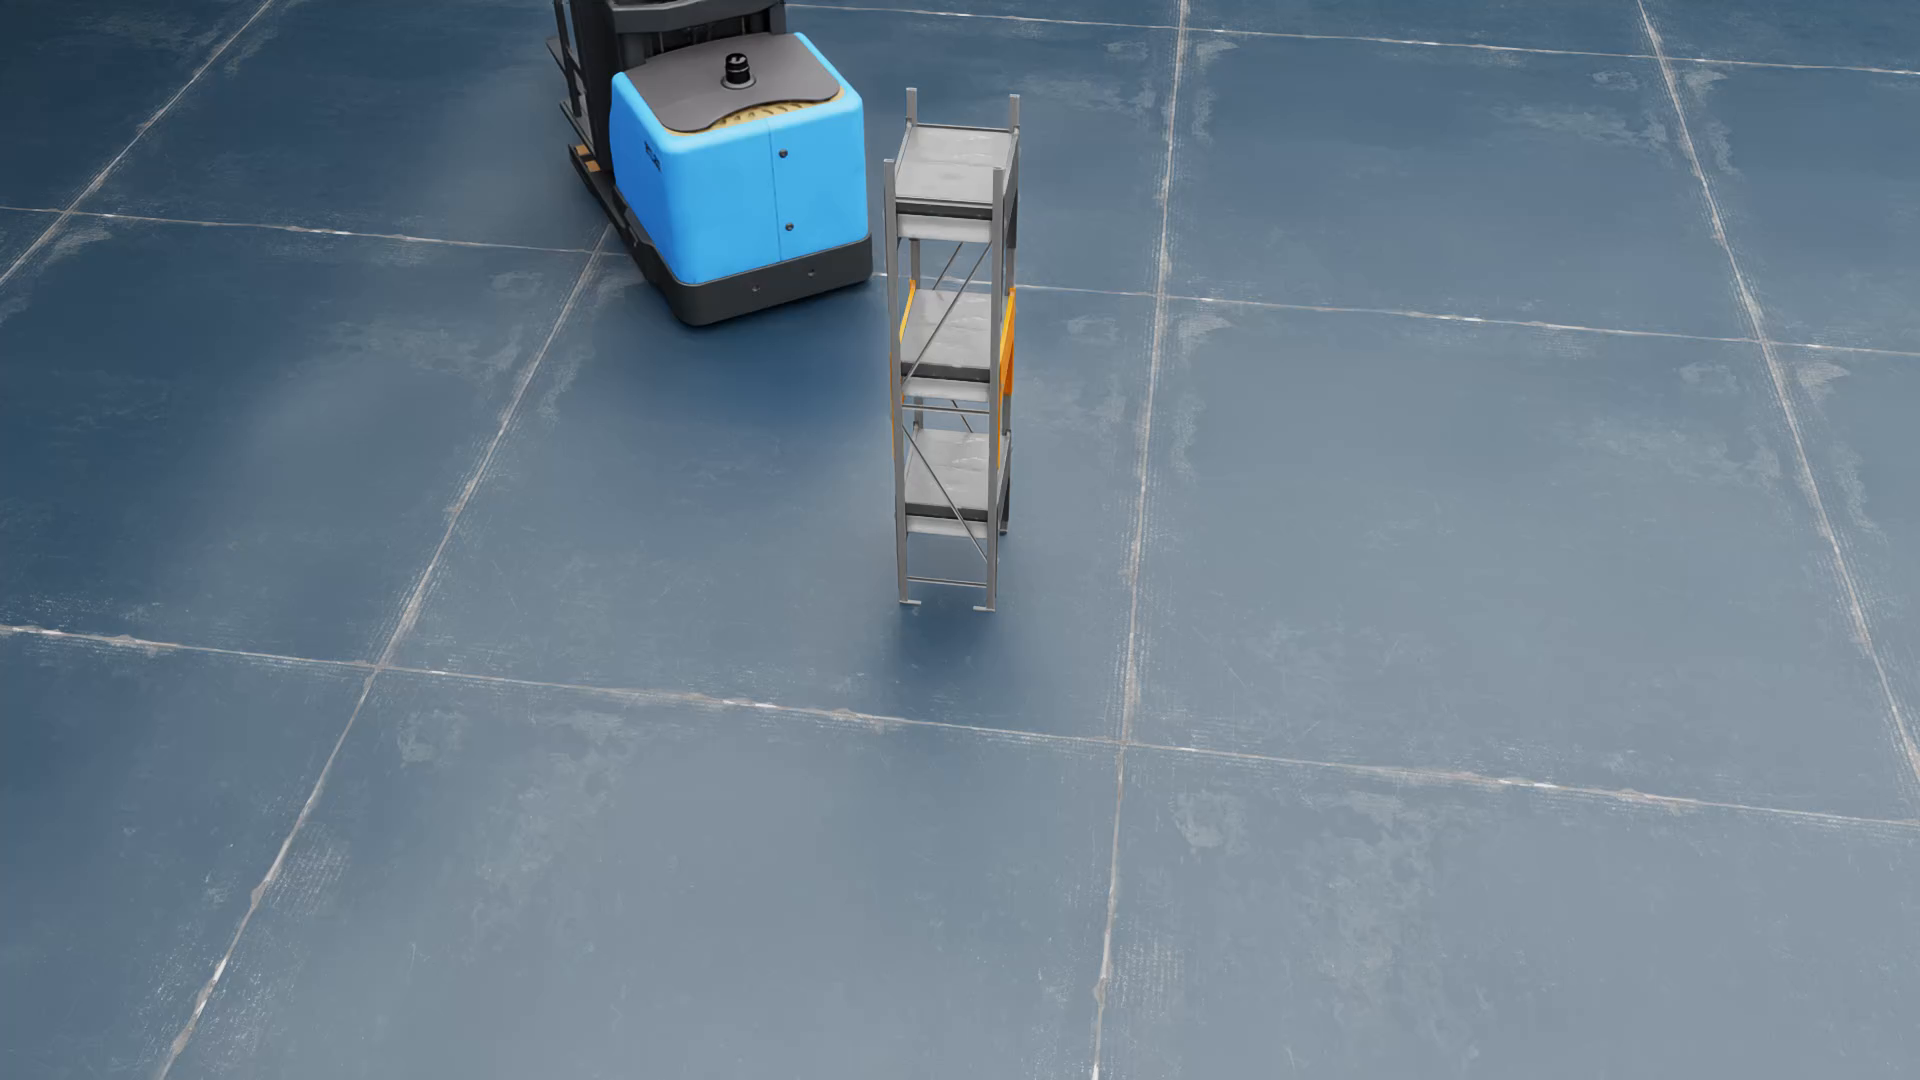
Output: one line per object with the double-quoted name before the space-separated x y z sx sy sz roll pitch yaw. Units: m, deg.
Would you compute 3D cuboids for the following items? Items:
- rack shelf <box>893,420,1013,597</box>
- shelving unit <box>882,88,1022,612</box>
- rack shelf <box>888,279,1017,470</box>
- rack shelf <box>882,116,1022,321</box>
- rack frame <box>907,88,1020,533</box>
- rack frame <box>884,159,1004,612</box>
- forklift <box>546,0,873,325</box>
"rack shelf" -0.022 -0.131 6.900 0.431 0.518 0.480 5 44 6
"shelving unit" -0.022 -0.650 6.409 0.431 2.100 0.503 5 44 6
"rack shelf" -0.022 -0.640 6.418 0.431 0.518 0.480 5 44 6
"rack shelf" -0.022 -1.148 5.937 0.431 0.518 0.480 5 44 6
"rack frame" 0.010 -0.816 6.585 0.400 2.100 0.015 5 44 6
"rack frame" -0.054 -0.483 6.233 0.400 2.100 0.015 5 44 6
"forklift" -1.558 -3.146 8.441 1.130 2.935 3.031 -19 47 -19
